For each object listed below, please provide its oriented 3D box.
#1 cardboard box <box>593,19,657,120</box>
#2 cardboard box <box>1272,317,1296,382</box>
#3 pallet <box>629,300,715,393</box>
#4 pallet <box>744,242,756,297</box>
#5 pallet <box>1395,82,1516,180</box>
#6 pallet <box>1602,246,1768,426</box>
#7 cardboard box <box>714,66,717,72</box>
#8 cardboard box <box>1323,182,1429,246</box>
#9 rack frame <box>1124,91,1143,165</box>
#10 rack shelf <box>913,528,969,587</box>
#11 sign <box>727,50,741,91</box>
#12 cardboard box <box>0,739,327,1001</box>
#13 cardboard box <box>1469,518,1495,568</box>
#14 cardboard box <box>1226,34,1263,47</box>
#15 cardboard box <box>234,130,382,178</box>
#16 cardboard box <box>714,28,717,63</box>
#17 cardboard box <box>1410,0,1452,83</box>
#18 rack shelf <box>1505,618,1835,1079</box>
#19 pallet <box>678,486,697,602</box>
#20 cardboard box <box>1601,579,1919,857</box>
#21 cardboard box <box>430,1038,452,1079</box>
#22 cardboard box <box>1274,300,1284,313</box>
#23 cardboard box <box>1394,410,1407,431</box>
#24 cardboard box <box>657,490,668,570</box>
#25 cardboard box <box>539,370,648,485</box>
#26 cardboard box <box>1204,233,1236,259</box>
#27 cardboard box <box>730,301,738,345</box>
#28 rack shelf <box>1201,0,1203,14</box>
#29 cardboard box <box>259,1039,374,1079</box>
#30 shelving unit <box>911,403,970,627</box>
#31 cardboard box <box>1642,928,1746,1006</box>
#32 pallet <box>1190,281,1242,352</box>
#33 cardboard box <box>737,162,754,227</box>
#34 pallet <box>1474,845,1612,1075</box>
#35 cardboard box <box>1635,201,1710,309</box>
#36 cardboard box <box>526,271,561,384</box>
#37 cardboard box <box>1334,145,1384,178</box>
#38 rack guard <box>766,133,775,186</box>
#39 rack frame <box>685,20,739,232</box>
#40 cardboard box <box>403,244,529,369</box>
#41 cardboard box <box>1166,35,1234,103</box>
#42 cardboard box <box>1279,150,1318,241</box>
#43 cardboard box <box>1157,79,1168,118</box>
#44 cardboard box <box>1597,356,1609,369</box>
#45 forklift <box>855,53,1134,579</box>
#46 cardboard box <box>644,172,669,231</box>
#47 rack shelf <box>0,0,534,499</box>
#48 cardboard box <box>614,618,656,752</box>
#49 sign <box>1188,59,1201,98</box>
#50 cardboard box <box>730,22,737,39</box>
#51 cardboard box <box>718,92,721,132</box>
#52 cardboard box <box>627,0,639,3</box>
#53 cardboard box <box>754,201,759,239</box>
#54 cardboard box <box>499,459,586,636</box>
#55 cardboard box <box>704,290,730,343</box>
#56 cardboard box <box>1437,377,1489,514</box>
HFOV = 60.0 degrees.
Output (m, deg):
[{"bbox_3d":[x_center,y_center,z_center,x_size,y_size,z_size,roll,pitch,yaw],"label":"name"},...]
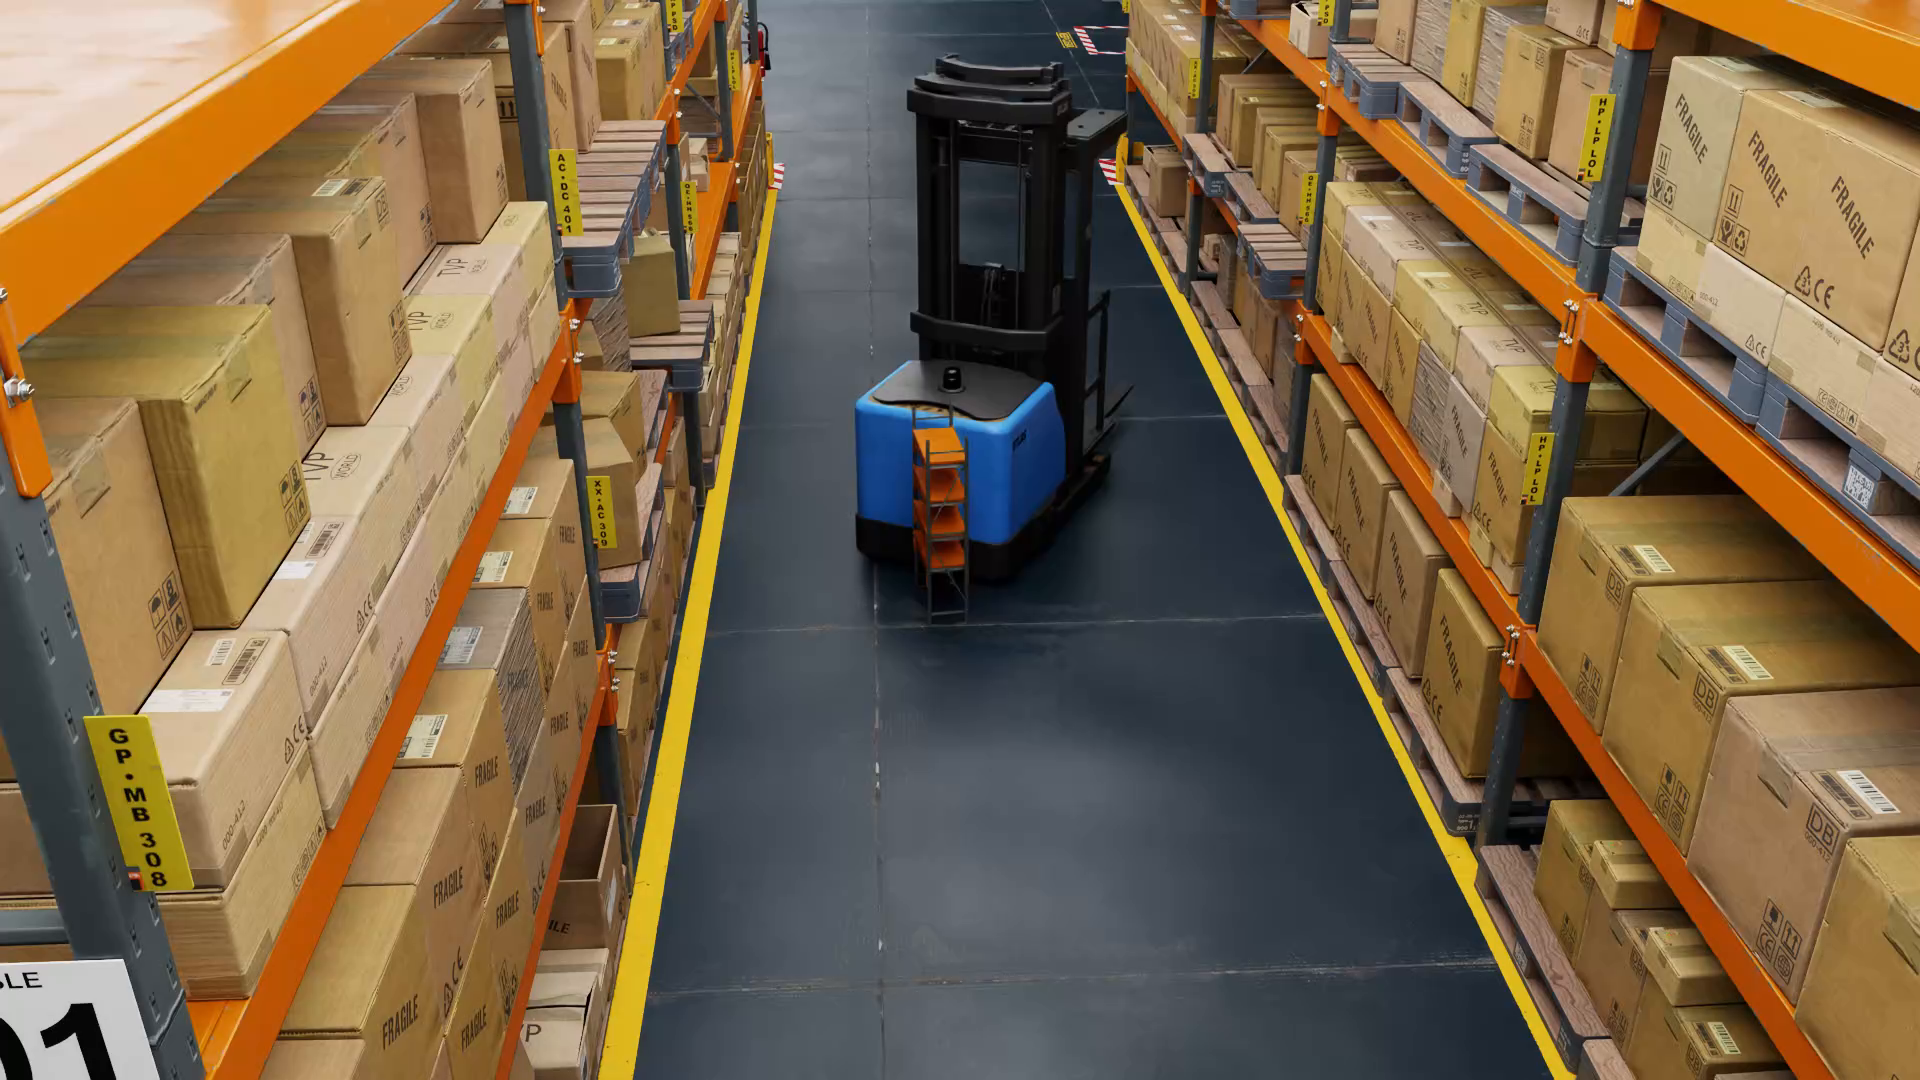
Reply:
[{"bbox_3d":[-2.132,-2.496,8.941,0.910,0.500,0.500,-1,28,-3],"label":"cardboard box"},{"bbox_3d":[2.731,-1.338,12.299,0.700,0.500,0.500,-1,28,-3],"label":"cardboard box"},{"bbox_3d":[-2.109,-1.162,9.941,1.213,0.211,1.003,-1,28,-3],"label":"pallet"},{"bbox_3d":[-2.423,-2.537,15.387,1.003,0.211,1.213,-1,28,-3],"label":"pallet"},{"bbox_3d":[2.880,-2.113,8.519,1.003,0.211,1.213,0,28,0],"label":"pallet"},{"bbox_3d":[2.973,-0.745,5.787,1.003,0.211,1.213,-1,28,-3],"label":"pallet"},{"bbox_3d":[-2.258,-3.982,14.332,0.380,0.149,0.250,-1,28,-2],"label":"cardboard box"},{"bbox_3d":[2.500,-1.968,10.017,0.500,0.250,0.500,-1,28,-1],"label":"cardboard box"},{"bbox_3d":[2.314,-5.374,17.810,1.000,3.000,0.127,-1,28,-3],"label":"rack frame"},{"bbox_3d":[-0.116,0.093,9.850,0.258,0.148,0.480,-5,28,-9],"label":"rack shelf"},{"bbox_3d":[-1.882,-3.901,13.820,0.100,0.325,0.005,-1,28,-3],"label":"sign"},{"bbox_3d":[-1.570,0.629,3.218,0.500,0.250,0.500,-1,28,-3],"label":"cardboard box"},{"bbox_3d":[2.604,0.005,7.747,0.380,0.149,0.250,-1,28,-2],"label":"cardboard box"},{"bbox_3d":[2.684,-4.263,15.009,0.500,0.500,0.500,-2,28,-3],"label":"cardboard box"},{"bbox_3d":[-2.026,-0.840,4.684,0.700,0.500,0.500,-1,28,-3],"label":"cardboard box"},{"bbox_3d":[-2.481,-4.463,14.552,0.700,0.500,0.500,-1,28,-3],"label":"cardboard box"},{"bbox_3d":[2.895,-2.783,9.015,0.700,0.500,0.500,-3,28,-5],"label":"cardboard box"},{"bbox_3d":[3.045,1.410,5.580,1.077,0.370,4.000,-1,28,-3],"label":"rack shelf"},{"bbox_3d":[-2.214,0.024,10.476,1.003,0.211,1.213,-1,28,-3],"label":"pallet"},{"bbox_3d":[2.985,0.623,5.988,0.980,0.700,0.700,-2,28,-4],"label":"cardboard box"},{"bbox_3d":[-1.589,1.643,4.249,0.500,0.500,0.500,-2,28,-3],"label":"cardboard box"},{"bbox_3d":[2.643,-1.932,12.627,0.500,0.250,0.500,-2,28,-3],"label":"cardboard box"},{"bbox_3d":[2.609,-0.711,9.120,0.380,0.149,0.250,-1,28,-2],"label":"cardboard box"},{"bbox_3d":[-1.867,-0.053,9.024,0.500,0.250,0.500,-2,28,-4],"label":"cardboard box"},{"bbox_3d":[-1.907,-0.482,7.868,0.700,0.500,0.500,3,28,5],"label":"cardboard box"},{"bbox_3d":[2.465,-2.712,15.294,0.380,0.166,0.250,-5,28,-9],"label":"cardboard box"},{"bbox_3d":[-2.061,-1.718,13.320,0.500,0.250,0.500,-1,28,-2],"label":"cardboard box"},{"bbox_3d":[2.419,-5.461,15.512,1.077,0.370,4.000,-1,28,-3],"label":"rack shelf"},{"bbox_3d":[-1.557,1.437,3.561,0.500,0.500,0.500,-1,28,-1],"label":"cardboard box"},{"bbox_3d":[-0.116,-0.143,9.727,0.258,1.200,0.503,-5,28,-9],"label":"shelving unit"},{"bbox_3d":[2.741,1.554,6.075,0.380,0.149,0.250,-2,28,-4],"label":"cardboard box"},{"bbox_3d":[2.565,-1.931,14.224,1.003,0.211,1.213,-1,28,-3],"label":"pallet"},{"bbox_3d":[-2.169,-3.157,15.268,0.500,0.500,0.500,-1,28,-3],"label":"cardboard box"},{"bbox_3d":[2.902,1.757,7.153,1.003,0.211,1.213,-1,28,-3],"label":"pallet"},{"bbox_3d":[2.714,-1.001,5.781,0.500,0.250,0.500,-1,28,-3],"label":"cardboard box"},{"bbox_3d":[-1.715,-0.756,5.875,0.500,0.250,0.500,-1,28,-3],"label":"cardboard box"},{"bbox_3d":[2.652,-2.513,11.040,0.380,0.149,0.250,-6,28,-11],"label":"cardboard box"},{"bbox_3d":[-2.634,-4.155,18.177,1.175,0.500,0.348,-1,28,-3],"label":"rack guard"},{"bbox_3d":[-2.424,-3.405,14.036,1.000,3.000,0.127,-1,28,-3],"label":"rack frame"},{"bbox_3d":[-1.687,-0.747,5.317,0.500,0.250,0.500,-1,28,-3],"label":"cardboard box"},{"bbox_3d":[2.158,-4.243,14.971,0.500,0.500,0.500,-2,28,-3],"label":"cardboard box"},{"bbox_3d":[2.641,-2.393,11.511,0.700,0.500,0.500,-4,28,-7],"label":"cardboard box"},{"bbox_3d":[2.136,-4.143,15.590,0.500,0.250,0.500,-2,28,-3],"label":"cardboard box"},{"bbox_3d":[3.143,-0.810,7.797,0.500,0.250,0.500,-1,28,-2],"label":"cardboard box"},{"bbox_3d":[0.401,-1.717,10.873,1.130,2.935,3.031,11,30,21],"label":"forklift"},{"bbox_3d":[-2.319,-2.377,11.956,0.500,0.500,0.500,-3,28,-5],"label":"cardboard box"},{"bbox_3d":[-1.902,-1.127,3.961,1.077,0.370,4.000,-1,28,-3],"label":"rack shelf"},{"bbox_3d":[-1.827,0.727,8.340,0.500,0.500,0.500,-1,28,-2],"label":"cardboard box"},{"bbox_3d":[1.982,-3.894,14.036,0.100,0.325,0.005,-1,28,-3],"label":"sign"},{"bbox_3d":[-2.369,-4.936,16.161,0.380,0.149,0.250,-1,28,-1],"label":"cardboard box"},{"bbox_3d":[-2.487,-3.898,14.872,0.700,0.500,0.500,-2,28,-3],"label":"cardboard box"},{"bbox_3d":[-2.340,-3.458,10.600,0.500,0.250,0.500,-1,28,-1],"label":"cardboard box"},{"bbox_3d":[-2.187,-3.056,15.885,0.500,0.250,0.500,-1,28,-3],"label":"cardboard box"},{"bbox_3d":[-1.721,0.029,6.262,0.500,0.500,0.500,-1,28,-2],"label":"cardboard box"},{"bbox_3d":[-2.037,-1.738,12.752,0.500,0.311,0.500,-2,28,-3],"label":"cardboard box"},{"bbox_3d":[2.628,-0.460,7.937,0.500,0.500,0.500,-1,28,-2],"label":"cardboard box"}]
